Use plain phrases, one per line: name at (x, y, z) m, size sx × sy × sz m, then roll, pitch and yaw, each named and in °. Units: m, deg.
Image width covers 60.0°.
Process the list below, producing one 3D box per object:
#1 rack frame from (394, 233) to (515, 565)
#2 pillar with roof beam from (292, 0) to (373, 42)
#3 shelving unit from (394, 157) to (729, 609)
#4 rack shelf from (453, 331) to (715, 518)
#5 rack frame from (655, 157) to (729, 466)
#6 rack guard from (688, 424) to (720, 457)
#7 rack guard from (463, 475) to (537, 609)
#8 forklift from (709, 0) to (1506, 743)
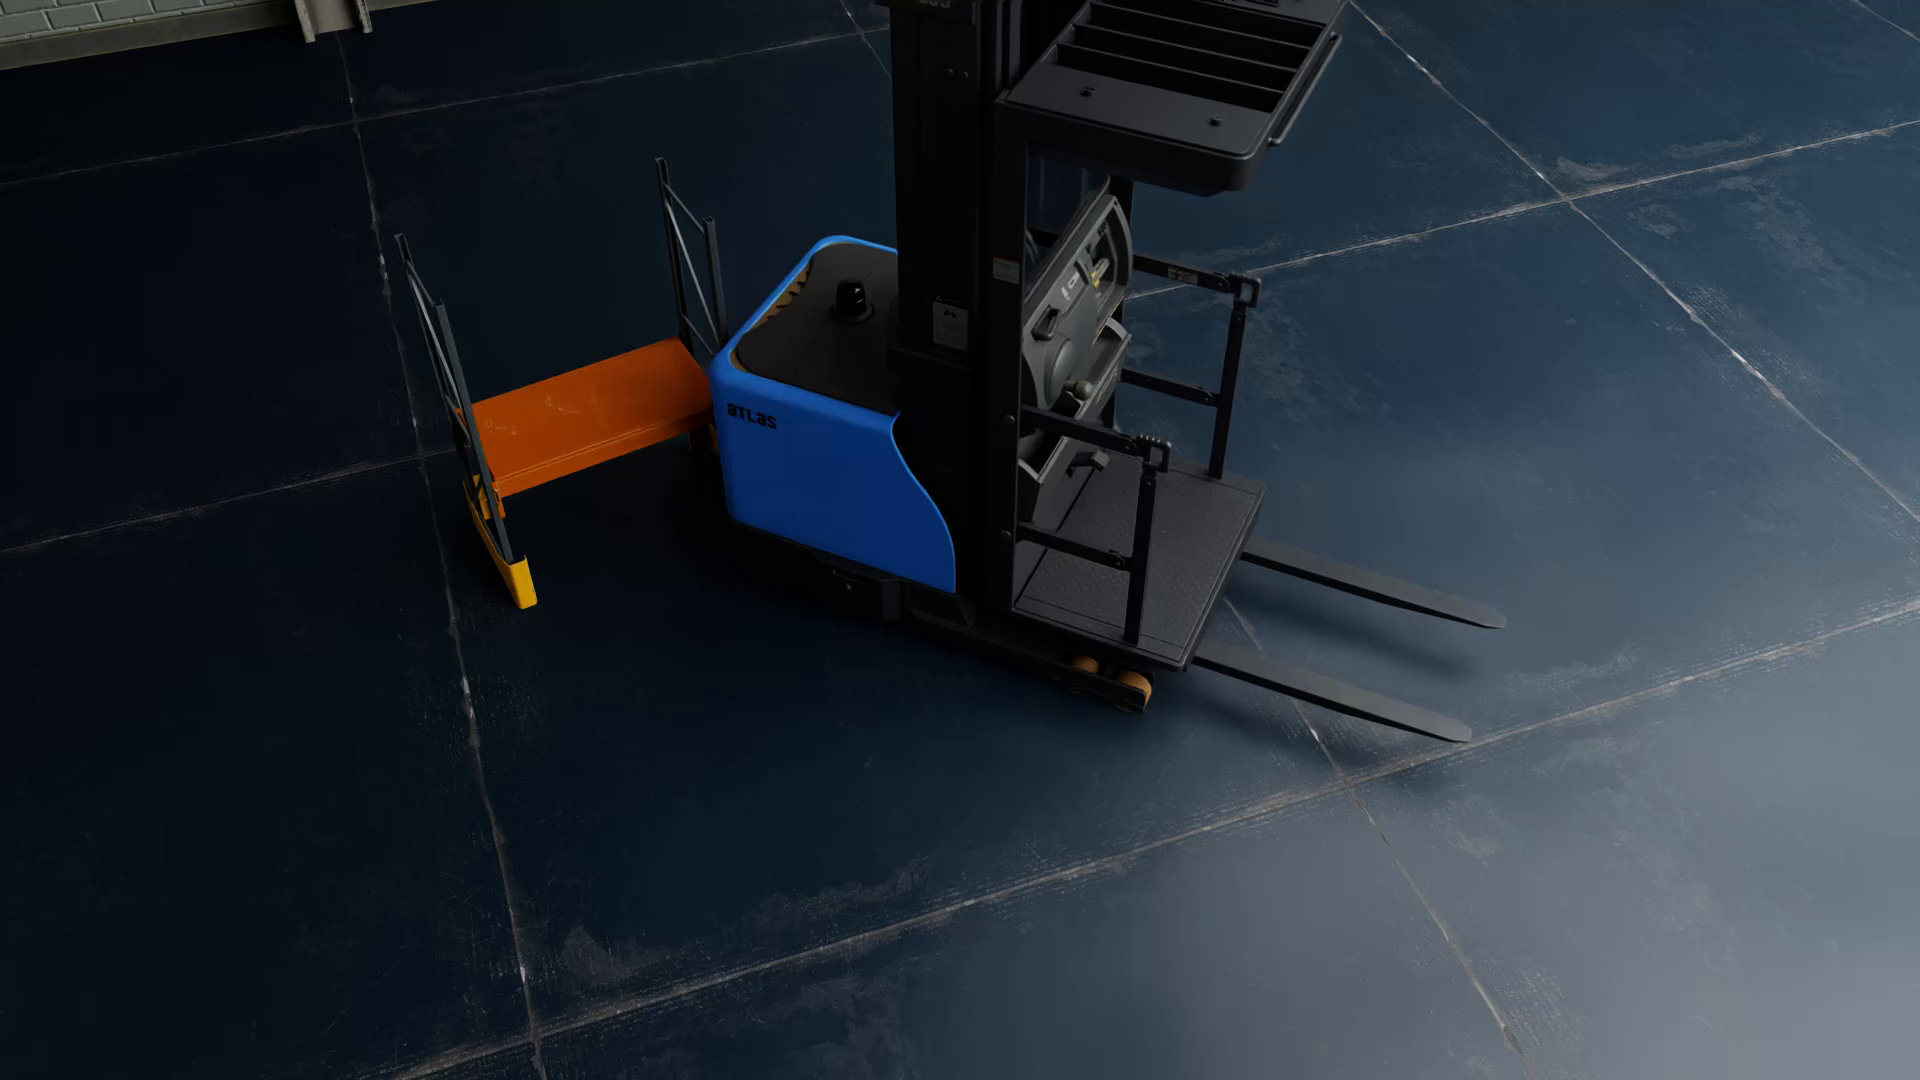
rack frame at (-1.921, -0.431, 6.430) m, size 0.032 × 1.500 × 0.500 m, roll -22°, pitch 49°, yaw -21°
pillar with roof beam at (-2.364, -3.467, 4.162) m, size 0.400 × 9.000 × 9.100 m, roll -14°, pitch 47°, yaw -14°
shelving unit at (-1.472, -0.613, 6.611) m, size 1.083 × 1.500 × 0.587 m, roll -22°, pitch 49°, yaw -21°
rack shelf at (-1.480, -0.483, 6.735) m, size 1.000 × 0.185 × 0.538 m, roll -22°, pitch 49°, yaw -21°
rack frame at (-1.039, -0.789, 6.787) m, size 0.032 × 1.500 × 0.500 m, roll -22°, pitch 49°, yaw -21°
rack guard at (-1.040, -0.347, 7.229) m, size 0.087 × 0.250 × 0.587 m, roll -22°, pitch 49°, yaw -21°
rack guard at (-1.904, 0.004, 6.879) m, size 0.087 × 0.250 × 0.587 m, roll -22°, pitch 49°, yaw -21°
forklift at (0.602, -0.803, 5.791) m, size 3.031 × 2.935 × 1.130 m, roll 18°, pitch 48°, yaw 17°
